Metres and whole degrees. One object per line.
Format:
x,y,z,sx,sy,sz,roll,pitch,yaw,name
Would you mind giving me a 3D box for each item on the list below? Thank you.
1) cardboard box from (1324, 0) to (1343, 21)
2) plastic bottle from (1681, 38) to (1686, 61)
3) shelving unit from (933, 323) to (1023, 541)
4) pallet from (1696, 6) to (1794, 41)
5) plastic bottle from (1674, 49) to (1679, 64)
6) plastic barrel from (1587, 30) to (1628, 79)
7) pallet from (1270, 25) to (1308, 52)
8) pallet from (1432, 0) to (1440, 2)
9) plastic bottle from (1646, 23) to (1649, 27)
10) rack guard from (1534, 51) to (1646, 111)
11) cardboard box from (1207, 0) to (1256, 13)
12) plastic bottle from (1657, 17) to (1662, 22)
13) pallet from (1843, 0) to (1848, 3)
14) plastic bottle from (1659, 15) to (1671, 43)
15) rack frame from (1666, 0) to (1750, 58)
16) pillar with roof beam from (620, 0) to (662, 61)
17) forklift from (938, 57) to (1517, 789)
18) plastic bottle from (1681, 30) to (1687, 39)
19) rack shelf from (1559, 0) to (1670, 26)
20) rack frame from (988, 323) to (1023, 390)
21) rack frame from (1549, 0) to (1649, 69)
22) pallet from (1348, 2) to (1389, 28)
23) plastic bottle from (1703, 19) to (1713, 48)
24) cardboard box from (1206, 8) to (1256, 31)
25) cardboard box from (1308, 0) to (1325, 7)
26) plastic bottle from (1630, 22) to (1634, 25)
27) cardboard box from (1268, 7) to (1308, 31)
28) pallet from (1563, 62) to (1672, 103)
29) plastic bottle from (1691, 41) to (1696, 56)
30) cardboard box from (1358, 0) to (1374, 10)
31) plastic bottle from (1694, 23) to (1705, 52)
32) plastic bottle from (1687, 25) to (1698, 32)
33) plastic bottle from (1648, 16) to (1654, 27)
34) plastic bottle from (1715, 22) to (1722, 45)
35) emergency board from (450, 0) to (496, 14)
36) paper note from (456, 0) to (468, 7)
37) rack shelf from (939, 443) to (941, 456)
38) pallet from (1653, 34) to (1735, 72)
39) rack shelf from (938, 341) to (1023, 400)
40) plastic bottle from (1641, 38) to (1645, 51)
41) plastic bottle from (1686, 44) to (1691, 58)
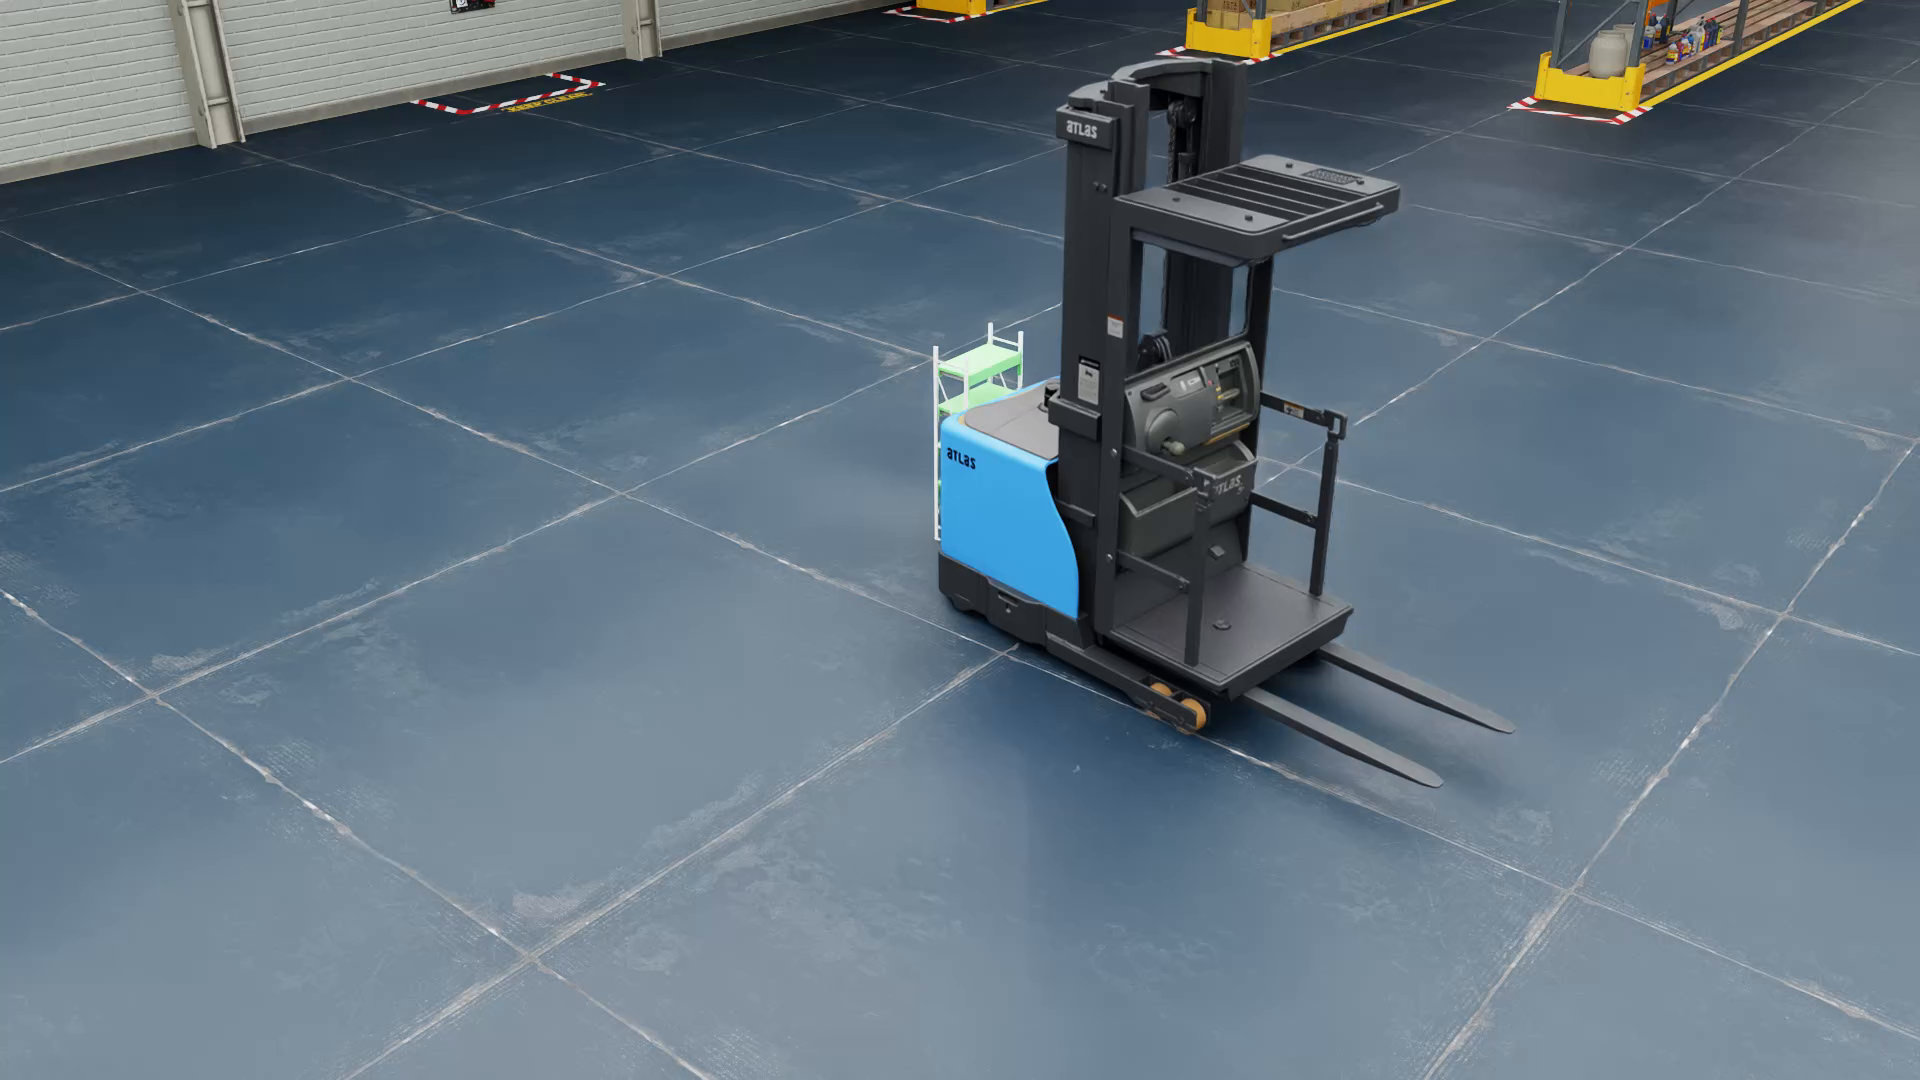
5.105,-7.590,23.693,0.500,0.250,0.500,21,34,34,cardboard box
9.068,-6.176,20.915,0.097,0.271,0.097,0,27,0,plastic bottle
0.105,-0.592,9.588,0.258,1.200,0.503,21,34,34,shelving unit
11.246,-7.424,23.870,1.003,0.211,1.213,21,34,34,pallet
8.916,-6.061,20.767,0.097,0.201,0.097,0,27,0,plastic bottle
7.816,-5.857,20.057,0.421,0.512,0.421,0,27,0,plastic barrel
4.091,-7.013,23.077,1.003,0.211,1.213,21,34,34,pallet
7.395,-8.855,26.638,1.003,0.211,1.213,21,34,34,pallet
8.983,-6.626,21.785,0.097,0.271,0.097,0,27,0,plastic bottle
7.469,-5.450,19.741,1.175,0.500,0.348,21,34,34,rack guard
3.748,-7.544,22.788,0.500,0.500,0.500,21,34,34,cardboard box
9.275,-6.816,22.146,0.152,0.276,0.135,22,35,36,plastic bottle
13.791,-8.840,26.608,1.003,0.211,1.213,21,34,34,pallet
9.279,-6.750,21.937,0.144,0.351,0.185,21,34,34,plastic bottle
10.001,-7.938,21.829,1.000,3.000,0.127,21,34,34,rack frame
-0.905,-9.195,17.731,9.100,9.000,0.400,21,34,34,pillar with roof beam
1.262,-0.640,7.798,1.130,2.935,3.031,-24,36,-38,forklift
9.297,-6.406,21.346,0.061,0.283,0.133,21,34,34,plastic bottle
8.729,-6.909,20.624,1.077,0.370,4.000,21,34,34,rack shelf
0.261,-0.678,9.755,0.240,1.200,0.015,21,34,34,rack frame
7.457,-6.520,19.088,1.000,3.000,0.127,21,34,34,rack frame
5.643,-7.879,24.750,1.003,0.211,1.213,21,34,34,pallet
9.692,-6.576,21.601,0.144,0.351,0.185,19,33,32,plastic bottle
3.750,-7.210,22.959,0.500,0.250,0.500,21,34,34,cardboard box
4.774,-7.751,23.188,0.500,0.500,0.500,21,34,34,cardboard box
8.659,-6.508,21.470,0.144,0.351,0.185,22,35,36,plastic bottle
4.465,-7.237,23.011,0.500,0.250,0.500,21,34,34,cardboard box
7.990,-5.608,20.361,1.003,0.211,1.213,21,34,34,pallet
9.326,-6.289,21.209,0.097,0.201,0.097,0,27,0,plastic bottle
5.729,-7.949,24.387,0.500,0.250,0.500,21,34,34,cardboard box
9.486,-6.462,21.380,0.144,0.351,0.185,21,34,34,plastic bottle
9.561,-6.577,21.685,0.152,0.276,0.135,21,34,34,plastic bottle
9.047,-6.725,21.889,0.144,0.351,0.185,19,33,32,plastic bottle
9.949,-6.660,21.836,0.061,0.283,0.133,23,35,37,plastic bottle
-5.828,-6.924,19.869,0.194,1.169,0.643,21,34,34,emergency board
-5.994,-6.490,19.989,0.016,0.148,0.142,21,34,34,paper note
0.105,-0.535,9.617,0.258,0.148,0.480,21,34,34,rack shelf
9.542,-6.473,22.033,1.003,0.211,1.213,21,34,34,pallet
0.105,-0.961,9.397,0.258,0.148,0.480,21,34,34,rack shelf
8.780,-6.422,21.466,0.097,0.201,0.097,0,27,0,plastic bottle
9.195,-6.216,21.068,0.097,0.201,0.097,0,27,0,plastic bottle
